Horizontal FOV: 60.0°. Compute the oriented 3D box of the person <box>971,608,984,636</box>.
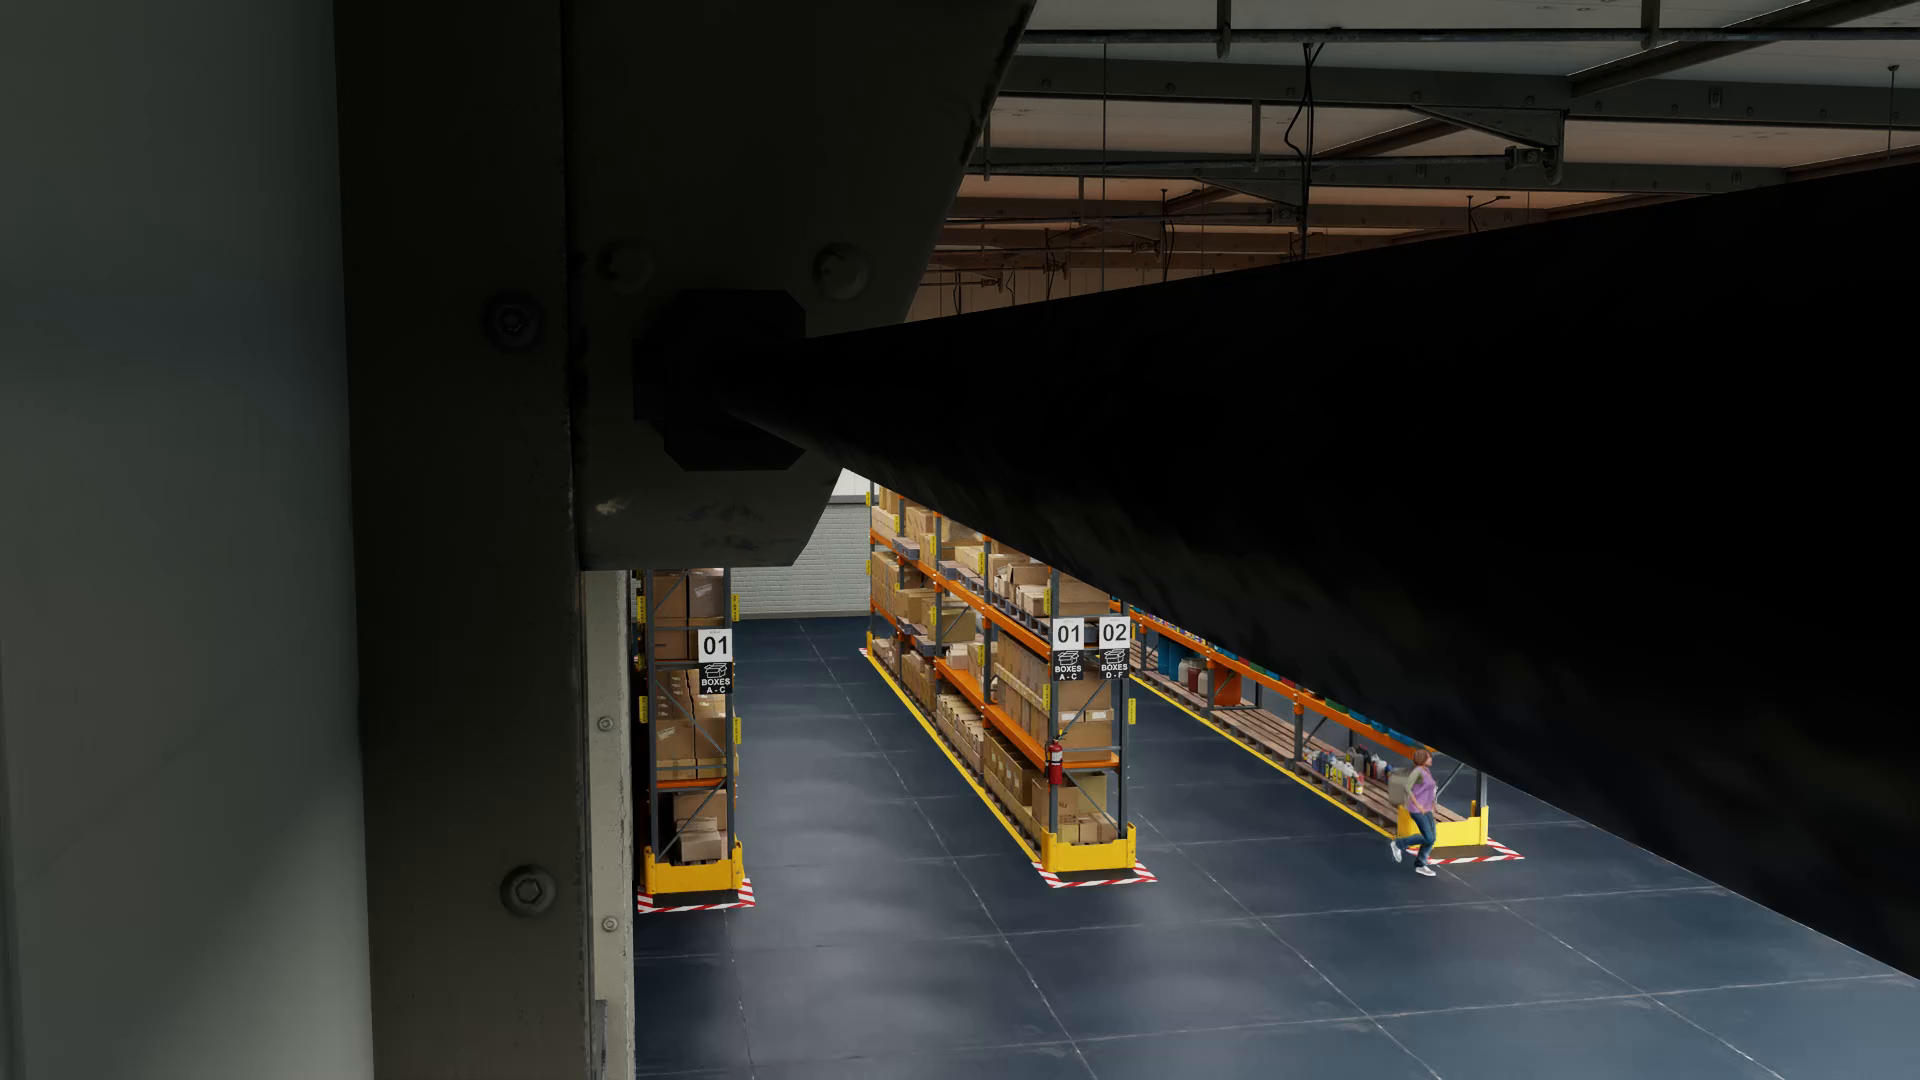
[{"bbox_3d":[0.456,1.697,36.336,0.581,1.732,0.727,-4,7,-33],"label":"person"}]

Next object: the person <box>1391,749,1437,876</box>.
[{"bbox_3d":[5.765,3.401,20.910,0.572,1.519,0.605,4,7,32],"label":"person"}]
